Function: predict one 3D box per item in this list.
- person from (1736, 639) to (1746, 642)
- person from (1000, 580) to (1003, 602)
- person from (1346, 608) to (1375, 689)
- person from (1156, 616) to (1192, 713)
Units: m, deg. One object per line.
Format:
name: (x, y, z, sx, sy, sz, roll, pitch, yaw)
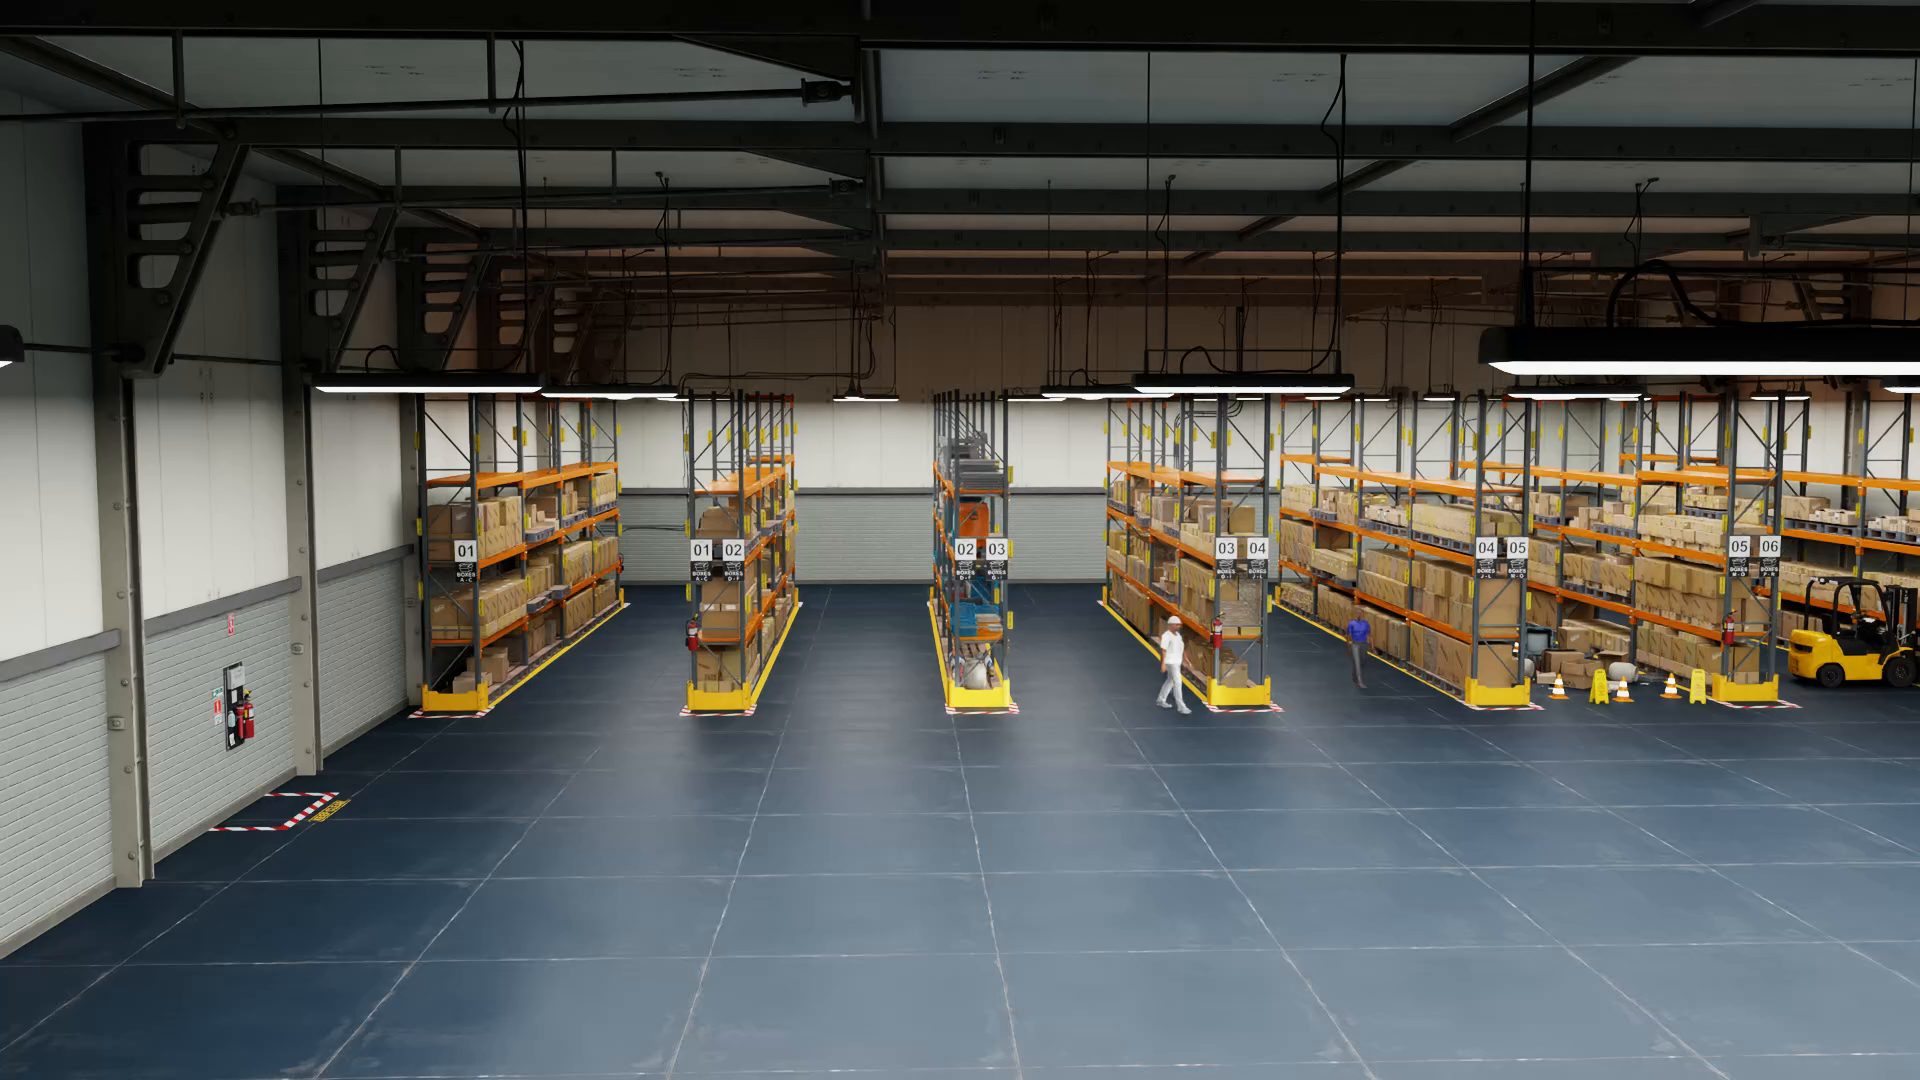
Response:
person: (16.923, 1.879, 36.218, 0.590, 1.774, 0.651, -1, 5, -12)
person: (1.143, 0.961, 48.198, 0.507, 1.620, 1.049, 0, 5, -3)
person: (8.072, 2.170, 33.468, 0.473, 1.602, 0.980, -1, 5, -7)
person: (4.041, 2.303, 31.095, 0.815, 1.747, 0.592, 3, 5, 29)
